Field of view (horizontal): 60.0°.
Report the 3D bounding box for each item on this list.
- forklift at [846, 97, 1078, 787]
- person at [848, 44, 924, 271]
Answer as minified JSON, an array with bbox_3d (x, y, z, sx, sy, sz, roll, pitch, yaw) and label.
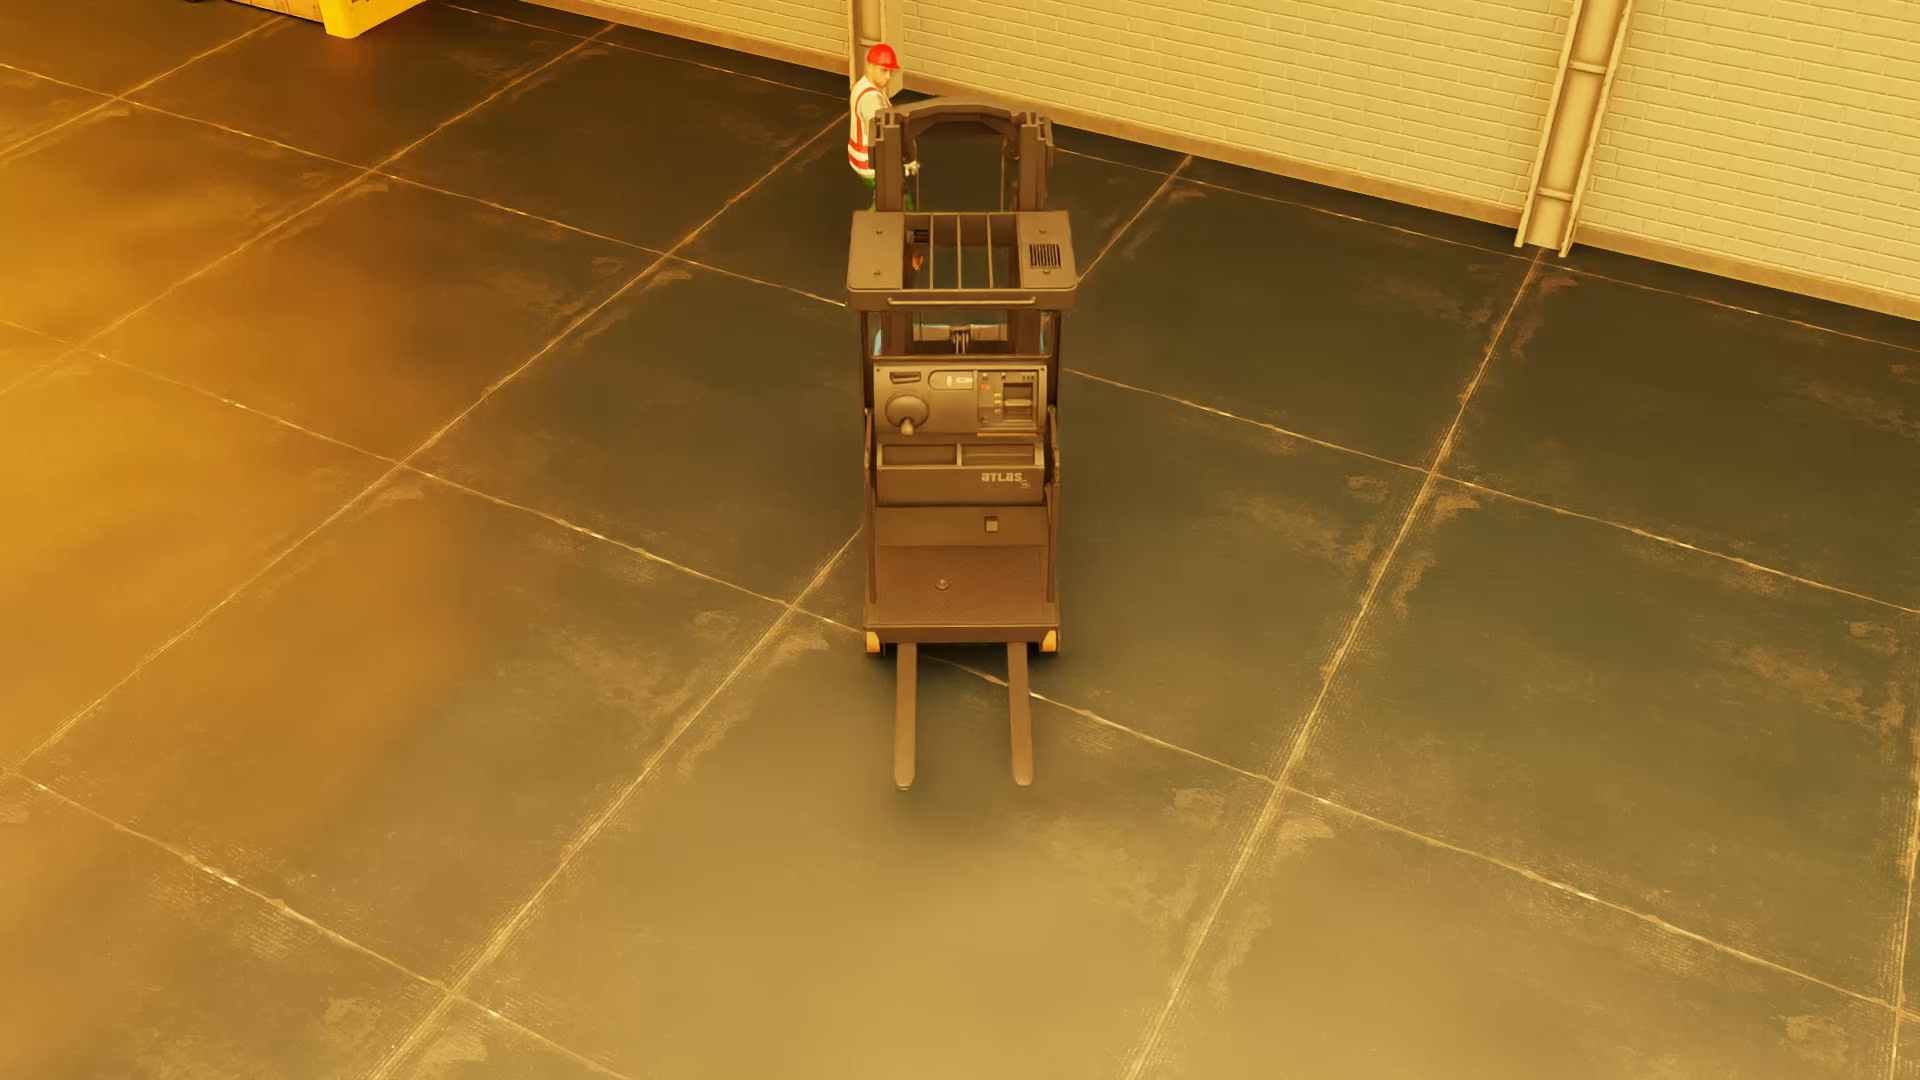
[{"bbox_3d":[0.006,-0.680,8.793,1.130,2.935,3.031,0,40,0],"label":"forklift"},{"bbox_3d":[-0.563,-2.793,12.242,0.512,1.731,0.740,-15,42,-17],"label":"person"}]
